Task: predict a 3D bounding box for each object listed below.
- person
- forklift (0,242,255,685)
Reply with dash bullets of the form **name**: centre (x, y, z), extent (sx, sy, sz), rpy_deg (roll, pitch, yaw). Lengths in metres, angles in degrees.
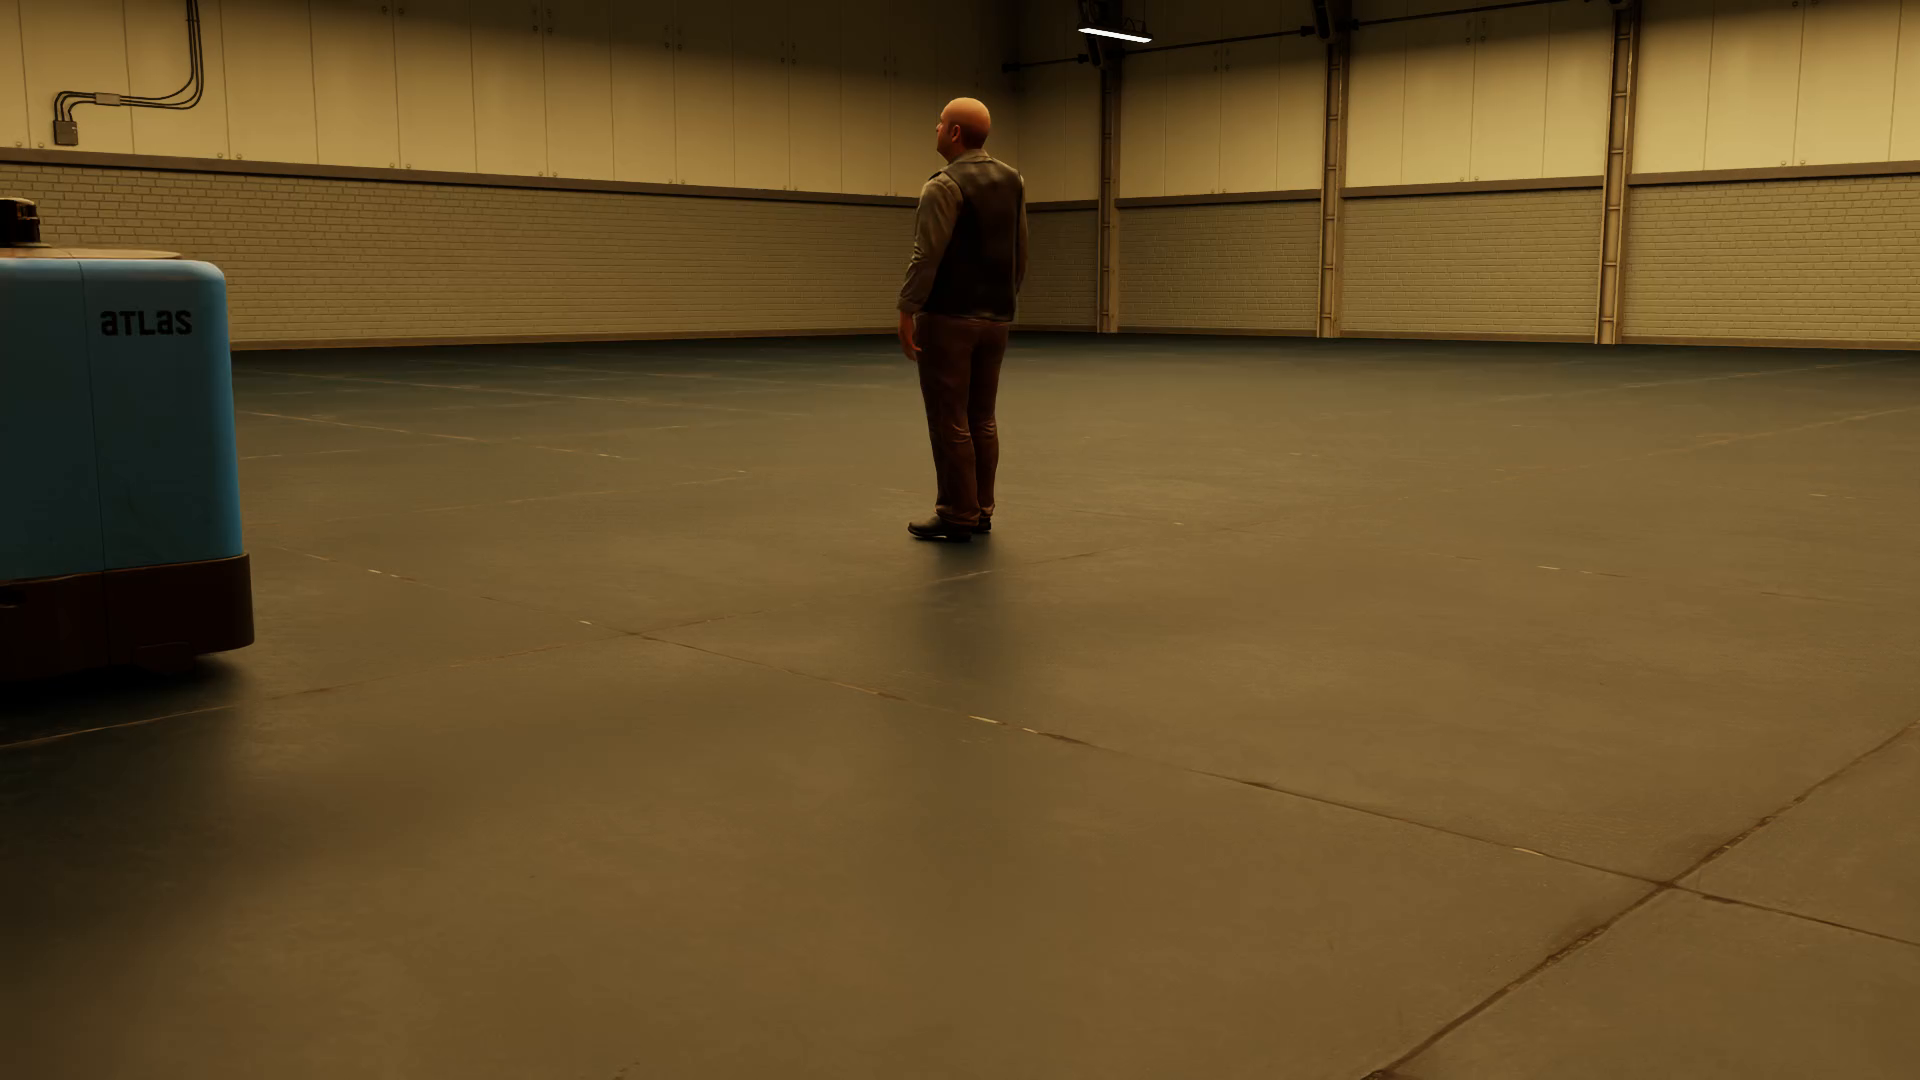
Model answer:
- **person**: centre (-0.046, -0.831, 6.647), extent (0.551, 1.650, 0.633), rpy_deg (8, 12, 43)
- **forklift**: centre (-3.318, -1.011, 3.588), extent (3.031, 2.935, 1.130), rpy_deg (-7, 11, -40)
